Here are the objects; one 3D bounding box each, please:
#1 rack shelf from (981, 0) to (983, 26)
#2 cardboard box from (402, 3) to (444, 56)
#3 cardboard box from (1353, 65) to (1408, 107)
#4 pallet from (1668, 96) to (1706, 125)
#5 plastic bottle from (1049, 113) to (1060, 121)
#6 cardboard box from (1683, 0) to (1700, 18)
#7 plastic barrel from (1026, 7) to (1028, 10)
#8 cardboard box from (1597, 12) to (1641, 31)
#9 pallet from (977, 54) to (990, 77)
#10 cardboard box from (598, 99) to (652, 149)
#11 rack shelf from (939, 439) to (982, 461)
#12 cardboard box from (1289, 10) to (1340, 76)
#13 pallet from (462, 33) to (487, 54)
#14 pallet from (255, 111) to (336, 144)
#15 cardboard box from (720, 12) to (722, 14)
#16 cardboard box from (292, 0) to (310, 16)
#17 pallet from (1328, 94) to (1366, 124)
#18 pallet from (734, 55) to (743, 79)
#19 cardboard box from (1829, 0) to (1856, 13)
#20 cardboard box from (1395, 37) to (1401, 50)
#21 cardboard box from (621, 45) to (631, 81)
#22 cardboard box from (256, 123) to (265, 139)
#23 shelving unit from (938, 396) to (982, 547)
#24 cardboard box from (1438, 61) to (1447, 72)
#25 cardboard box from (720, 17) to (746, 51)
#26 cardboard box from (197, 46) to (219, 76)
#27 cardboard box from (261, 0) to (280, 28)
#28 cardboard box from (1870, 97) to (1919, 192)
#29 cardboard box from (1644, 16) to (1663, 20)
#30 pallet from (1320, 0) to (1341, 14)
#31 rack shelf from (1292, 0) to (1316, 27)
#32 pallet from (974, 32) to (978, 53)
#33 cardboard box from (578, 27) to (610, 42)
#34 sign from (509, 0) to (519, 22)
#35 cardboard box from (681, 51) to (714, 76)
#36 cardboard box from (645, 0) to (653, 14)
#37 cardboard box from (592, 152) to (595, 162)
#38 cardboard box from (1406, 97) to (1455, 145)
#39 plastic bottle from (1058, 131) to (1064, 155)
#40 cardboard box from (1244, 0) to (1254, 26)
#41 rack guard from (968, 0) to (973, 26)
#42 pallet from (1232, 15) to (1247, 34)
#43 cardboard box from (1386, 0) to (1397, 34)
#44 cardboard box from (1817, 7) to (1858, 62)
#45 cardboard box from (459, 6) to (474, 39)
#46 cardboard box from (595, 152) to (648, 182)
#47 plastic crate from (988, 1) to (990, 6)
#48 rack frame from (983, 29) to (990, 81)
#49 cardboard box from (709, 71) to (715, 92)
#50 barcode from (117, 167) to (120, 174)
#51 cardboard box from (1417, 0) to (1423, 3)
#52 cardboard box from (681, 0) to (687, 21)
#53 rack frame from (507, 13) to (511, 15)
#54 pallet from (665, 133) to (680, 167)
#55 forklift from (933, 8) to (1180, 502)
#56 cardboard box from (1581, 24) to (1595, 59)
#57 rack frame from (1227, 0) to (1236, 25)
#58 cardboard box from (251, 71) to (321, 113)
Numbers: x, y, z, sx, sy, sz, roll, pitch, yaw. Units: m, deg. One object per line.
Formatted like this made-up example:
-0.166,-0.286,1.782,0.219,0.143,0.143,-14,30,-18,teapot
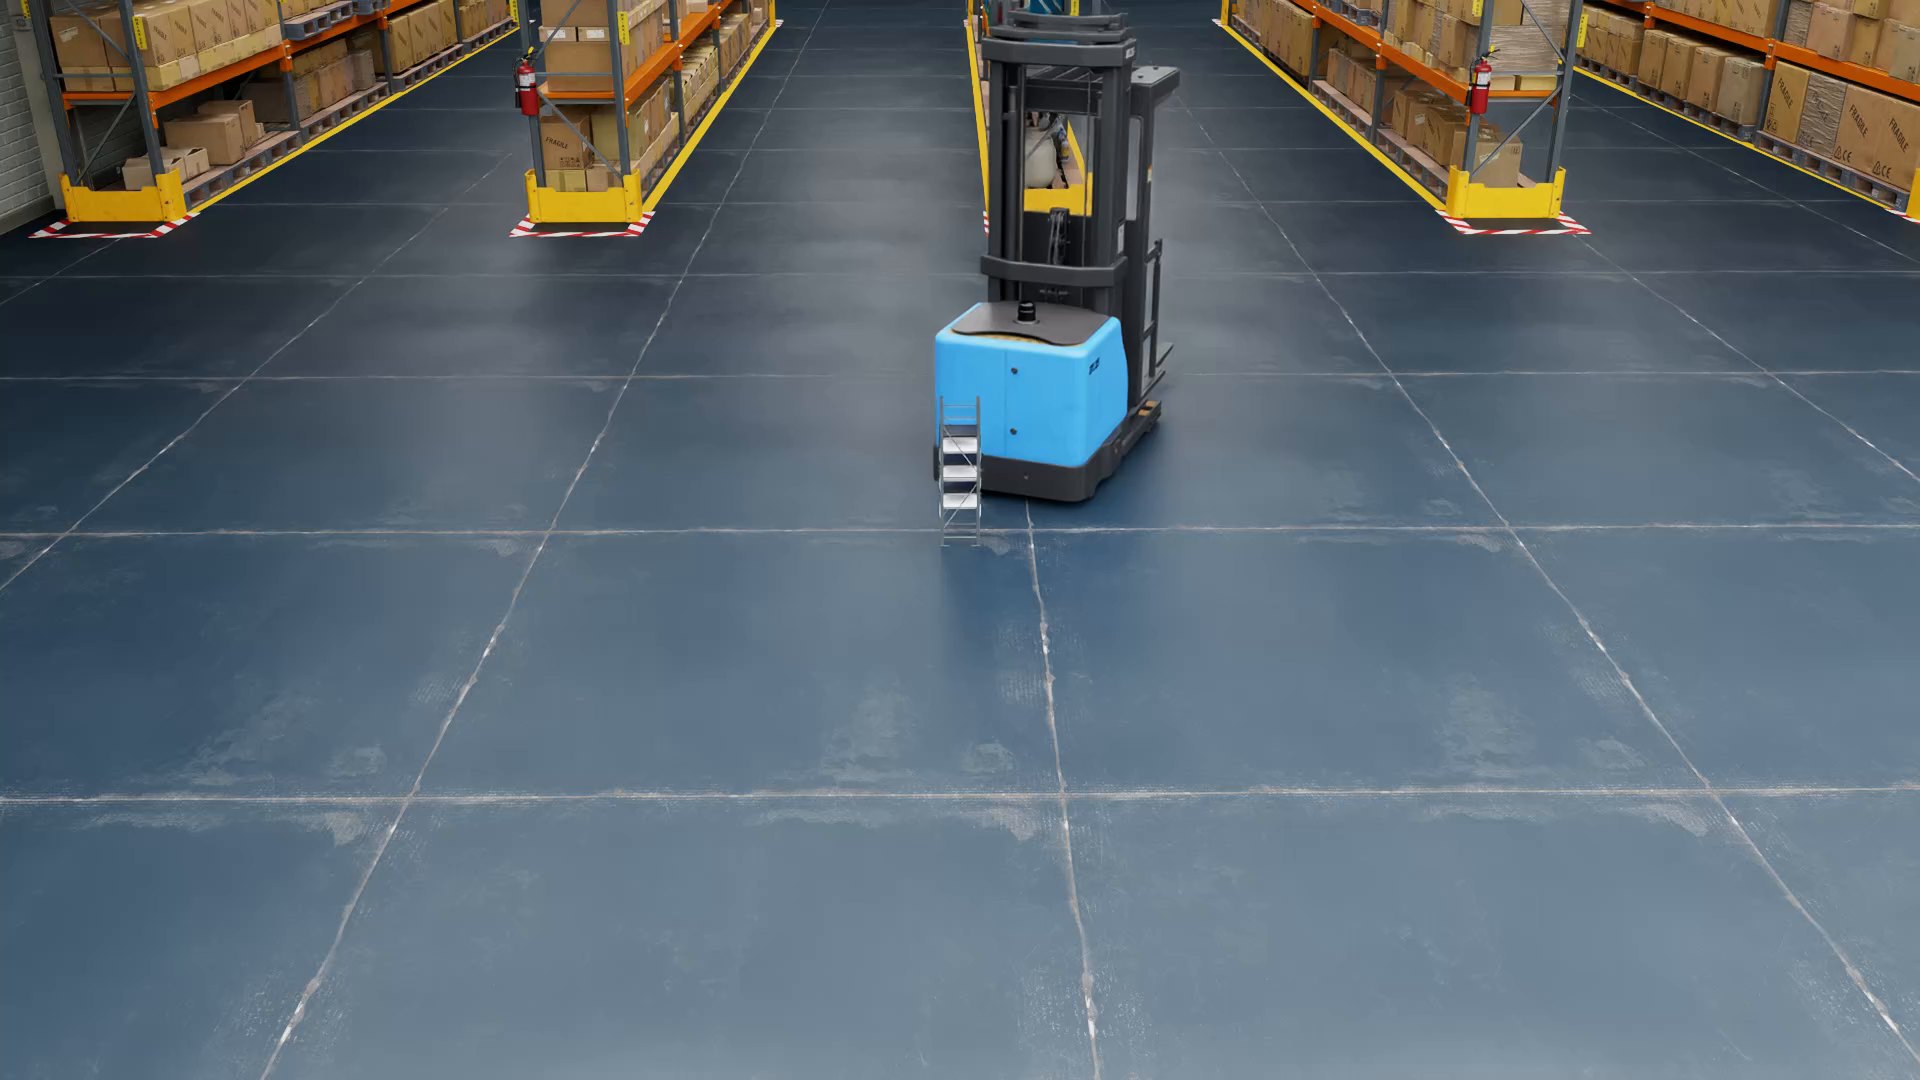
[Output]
0.827,-8.648,26.604,1.077,0.370,4.000,0,24,-1,rack shelf
-8.951,-8.334,27.135,0.750,0.750,0.750,0,24,1,cardboard box
5.868,-6.268,22.967,0.700,0.500,0.500,-2,24,-5,cardboard box
10.706,-6.057,23.387,1.003,0.211,1.213,0,24,-1,pallet
1.188,-5.233,20.861,0.144,0.351,0.185,-1,24,-2,plastic bottle
10.511,-7.597,23.285,0.500,0.500,0.500,0,24,-1,cardboard box
1.032,-6.987,22.225,0.301,0.262,0.301,0,24,0,plastic barrel
10.487,-8.247,26.458,0.500,0.250,0.500,0,24,1,cardboard box
0.789,-7.707,27.035,1.003,0.211,1.213,0,24,-1,pallet
-3.826,-4.749,19.027,0.500,0.500,0.500,0,24,-1,cardboard box
0.000,-0.547,10.012,0.258,0.077,0.200,0,24,-1,rack shelf
5.815,-7.682,25.663,1.225,0.875,0.875,-1,24,-3,cardboard box
-9.031,-8.799,29.448,1.003,0.211,1.213,0,24,-1,pallet
-9.023,-5.509,22.175,1.003,0.211,1.213,0,24,-1,pallet
-4.437,-9.074,29.173,0.500,0.500,0.500,0,24,-1,cardboard box
-8.984,-7.145,21.753,0.700,0.500,0.500,2,24,5,cardboard box
5.819,-6.080,23.437,1.003,0.211,1.213,0,24,-1,pallet
-4.085,-7.670,26.952,1.003,0.211,1.213,0,24,-1,pallet
10.767,-6.465,19.413,0.875,0.550,0.550,0,24,-1,cardboard box
5.567,-6.115,20.436,0.380,0.149,0.250,0,24,-1,cardboard box
-4.019,-5.289,18.182,0.700,0.500,0.500,0,24,1,cardboard box
-8.978,-5.148,20.897,0.380,0.166,0.250,-3,25,-7,cardboard box
0.000,-0.413,10.072,0.258,0.900,0.210,0,24,-1,shelving unit
5.650,-5.395,18.842,0.380,0.149,0.250,0,24,-1,cardboard box
-3.858,-8.435,27.760,0.500,0.500,0.500,0,24,0,cardboard box
-8.677,-5.378,18.658,0.500,0.250,0.500,-1,24,-1,cardboard box
-8.699,-6.548,20.336,0.500,0.500,0.500,0,24,-1,cardboard box
10.777,-4.360,18.320,0.875,0.875,0.875,0,24,0,cardboard box
10.992,-8.043,26.007,0.500,0.250,0.500,-1,24,-1,cardboard box
5.916,-7.793,24.074,1.213,0.211,1.003,0,24,-1,pallet
5.780,-8.670,26.653,1.077,0.370,4.000,0,24,-1,rack shelf
0.759,-8.832,29.522,1.003,0.211,1.213,0,24,-1,pallet
-3.805,-5.338,17.505,0.380,0.149,0.250,0,24,-1,cardboard box
-4.559,-5.473,17.019,0.100,0.325,0.005,0,24,-1,sign
-3.840,-6.896,24.004,0.500,0.311,0.500,-1,24,-1,cardboard box
-3.834,-6.293,19.617,0.380,0.149,0.250,0,24,-1,cardboard box
-4.335,-4.199,18.720,0.500,0.250,0.500,0,24,-1,cardboard box
5.824,-5.177,20.581,0.500,0.500,0.500,8,25,16,cardboard box
1.224,-4.743,19.875,0.097,0.271,0.097,0,24,0,plastic bottle
5.812,-10.055,30.912,0.875,0.875,0.875,0,24,-1,cardboard box
0.749,-10.319,32.459,1.175,0.500,0.348,0,24,-1,rack guard
5.802,-9.871,31.819,1.003,0.211,1.213,0,24,-1,pallet
5.789,-6.521,20.546,0.875,0.500,0.500,0,24,-1,cardboard box
10.739,-5.973,19.635,0.875,0.550,0.550,0,24,-1,cardboard box
-9.006,-9.116,29.291,0.700,0.500,0.500,0,24,0,cardboard box
-3.809,-4.201,18.726,0.500,0.250,0.500,0,24,-1,cardboard box
0.561,-7.514,23.145,0.402,0.464,0.583,0,24,-1,plastic crate
0.849,-8.152,24.634,1.000,3.000,0.127,0,24,-1,rack frame
-3.845,-6.641,24.122,0.500,0.250,0.500,-1,24,-1,cardboard box
-9.288,-4.081,18.352,0.001,0.075,0.075,0,24,-1,barcode
5.608,-6.564,19.427,0.500,0.500,0.500,0,24,-1,cardboard box
-4.069,-7.485,23.039,0.500,0.500,0.500,-2,24,-3,cardboard box
-9.144,-11.404,31.824,1.000,3.000,0.127,0,24,-1,rack frame
-4.093,-4.884,20.793,1.003,0.211,1.213,0,24,-1,pallet
0.827,-2.159,11.468,1.130,2.935,3.031,9,26,19,forklift
10.489,-8.116,27.078,0.500,0.500,0.500,0,24,0,cardboard box
5.715,-11.470,31.972,1.000,3.000,0.127,0,24,-1,rack frame
-9.094,-6.036,22.456,0.700,0.500,0.500,-1,24,-2,cardboard box
